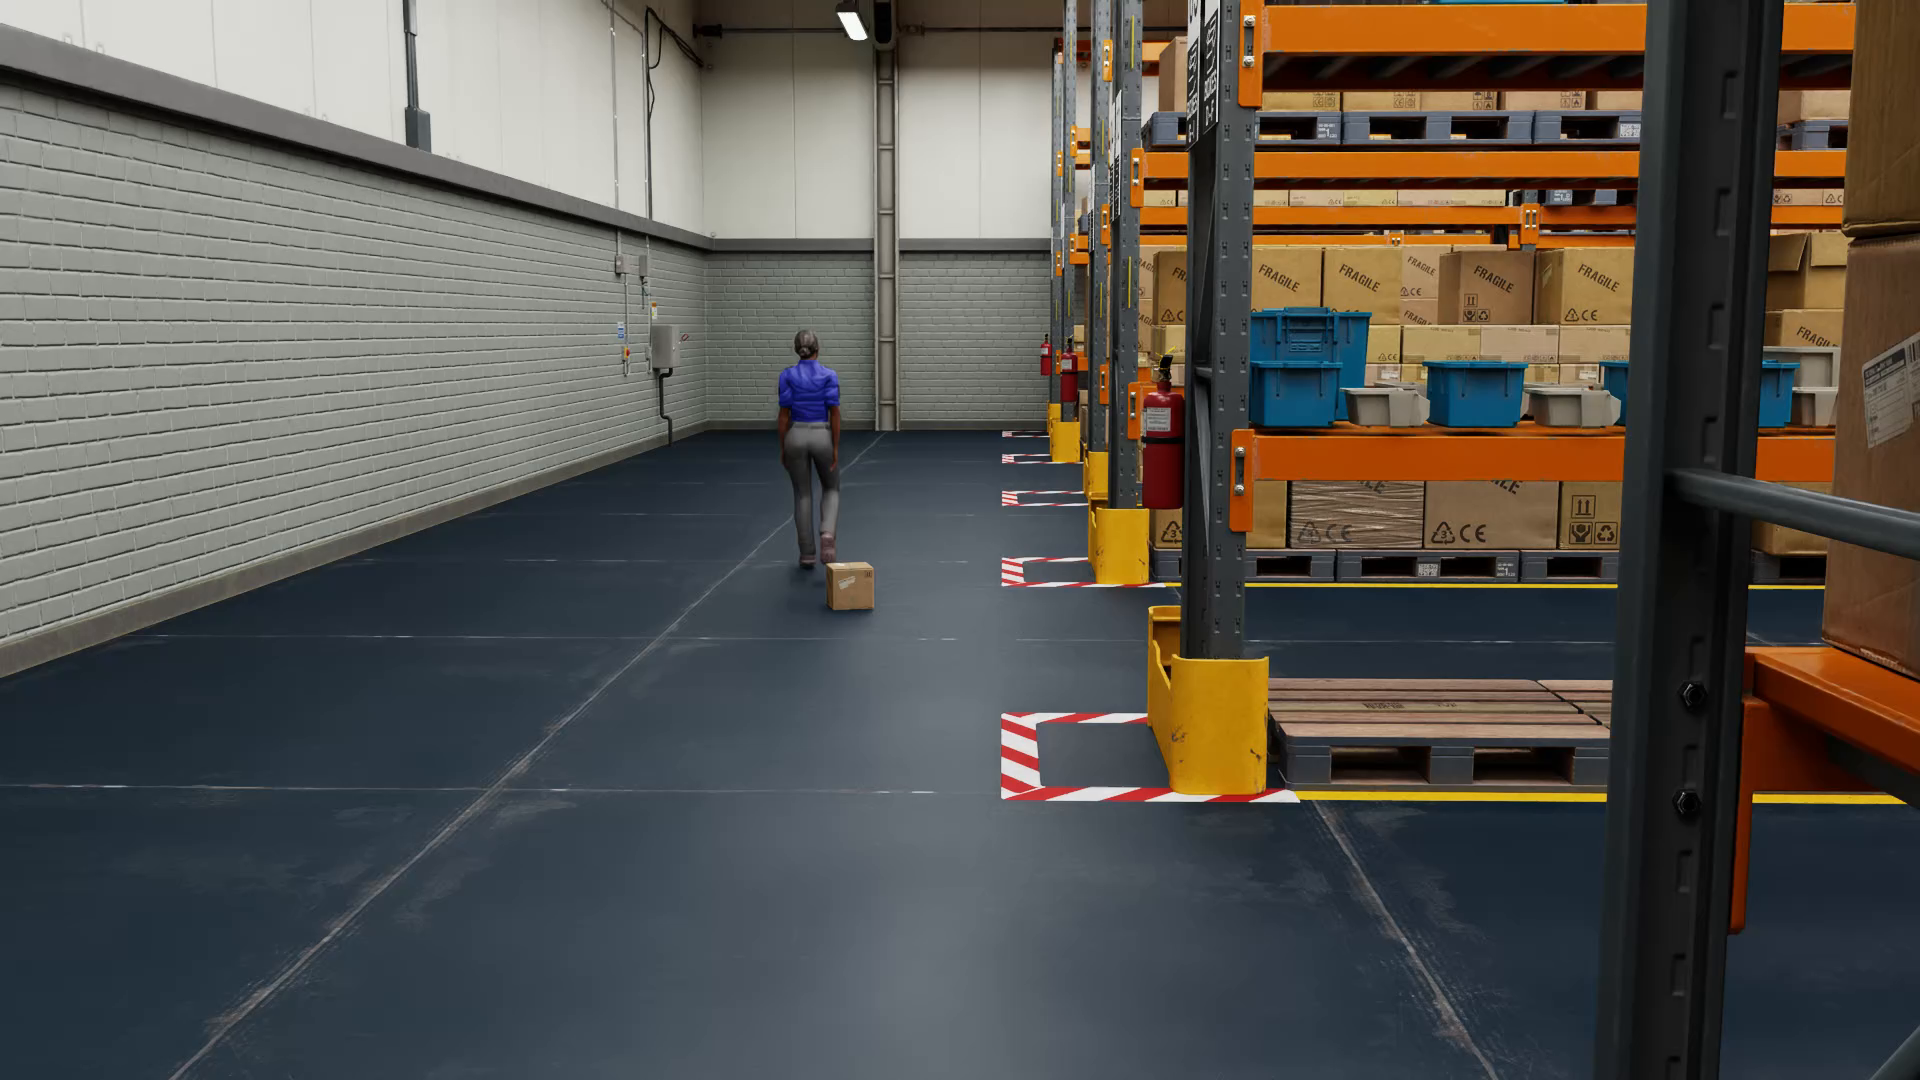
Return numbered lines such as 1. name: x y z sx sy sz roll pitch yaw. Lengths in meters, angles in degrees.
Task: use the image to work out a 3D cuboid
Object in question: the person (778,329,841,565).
1. person: -1.051 -0.646 11.704 0.435 1.663 0.430 0 7 -3
